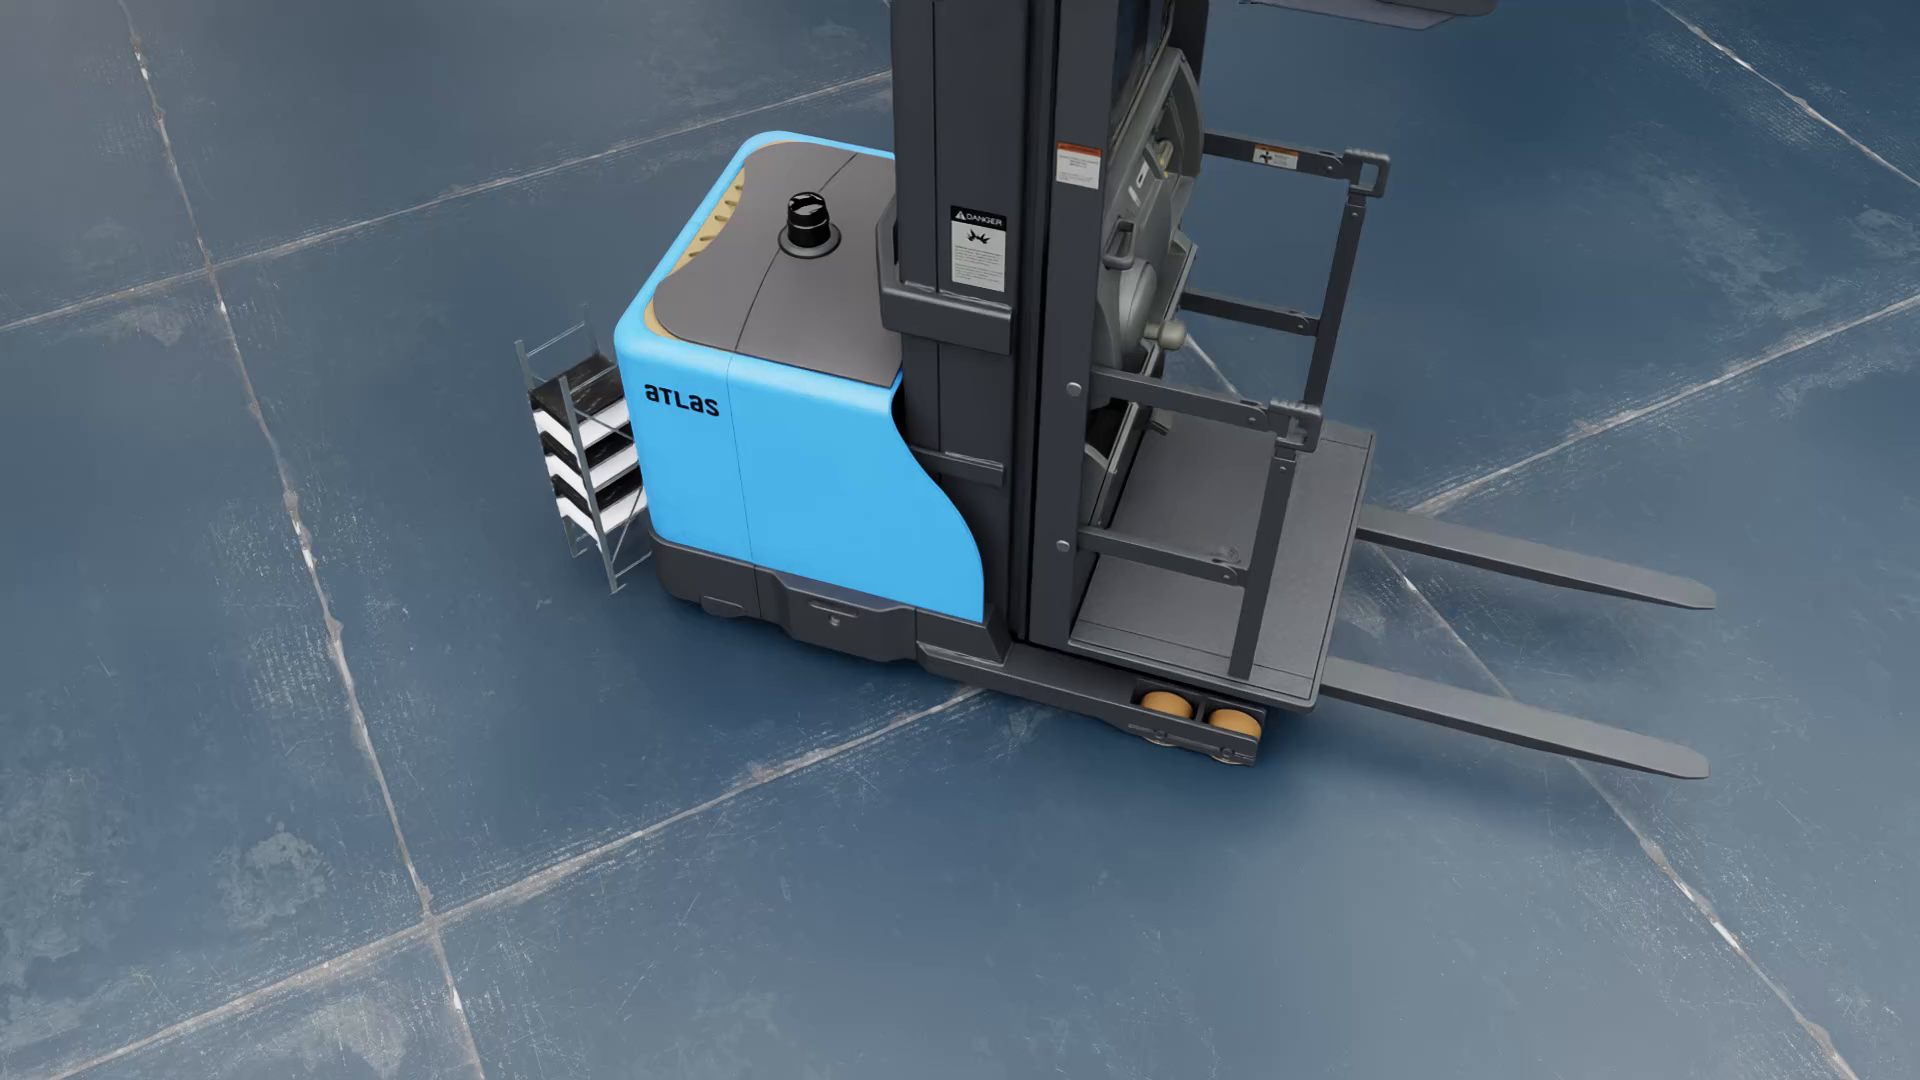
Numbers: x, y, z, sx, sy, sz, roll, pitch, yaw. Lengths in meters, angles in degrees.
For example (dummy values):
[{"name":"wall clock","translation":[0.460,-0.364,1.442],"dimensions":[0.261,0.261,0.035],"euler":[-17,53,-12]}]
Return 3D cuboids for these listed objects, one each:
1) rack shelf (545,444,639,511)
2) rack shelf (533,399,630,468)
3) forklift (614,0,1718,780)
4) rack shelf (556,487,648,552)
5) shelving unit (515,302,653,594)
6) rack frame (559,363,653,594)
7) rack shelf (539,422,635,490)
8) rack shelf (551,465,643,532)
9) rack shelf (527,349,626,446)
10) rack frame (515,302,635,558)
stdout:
[{"name":"rack shelf","translation":[-1.053,-0.227,4.895],"dimensions":[0.258,0.077,0.200],"euler":[-37,58,-28]},{"name":"rack shelf","translation":[-1.053,-0.345,4.759],"dimensions":[0.258,0.077,0.200],"euler":[-37,58,-28]},{"name":"forklift","translation":[0.653,-0.786,3.990],"dimensions":[3.031,2.935,1.130],"euler":[14,50,12]},{"name":"rack shelf","translation":[-1.053,-0.108,5.030],"dimensions":[0.258,0.077,0.200],"euler":[-37,58,-28]},{"name":"shelving unit","translation":[-1.053,-0.249,4.869],"dimensions":[0.258,0.900,0.210],"euler":[-37,58,-28]},{"name":"rack frame","translation":[-0.982,-0.194,4.822],"dimensions":[0.240,0.900,0.006],"euler":[-37,58,-28]},{"name":"rack shelf","translation":[-1.053,-0.286,4.827],"dimensions":[0.258,0.077,0.200],"euler":[-37,58,-28]},{"name":"rack shelf","translation":[-1.053,-0.167,4.962],"dimensions":[0.258,0.077,0.200],"euler":[-37,58,-28]},{"name":"rack shelf","translation":[-1.053,-0.405,4.691],"dimensions":[0.258,0.077,0.200],"euler":[-37,58,-28]},{"name":"rack frame","translation":[-1.125,-0.303,4.917],"dimensions":[0.240,0.900,0.006],"euler":[-37,58,-28]}]
